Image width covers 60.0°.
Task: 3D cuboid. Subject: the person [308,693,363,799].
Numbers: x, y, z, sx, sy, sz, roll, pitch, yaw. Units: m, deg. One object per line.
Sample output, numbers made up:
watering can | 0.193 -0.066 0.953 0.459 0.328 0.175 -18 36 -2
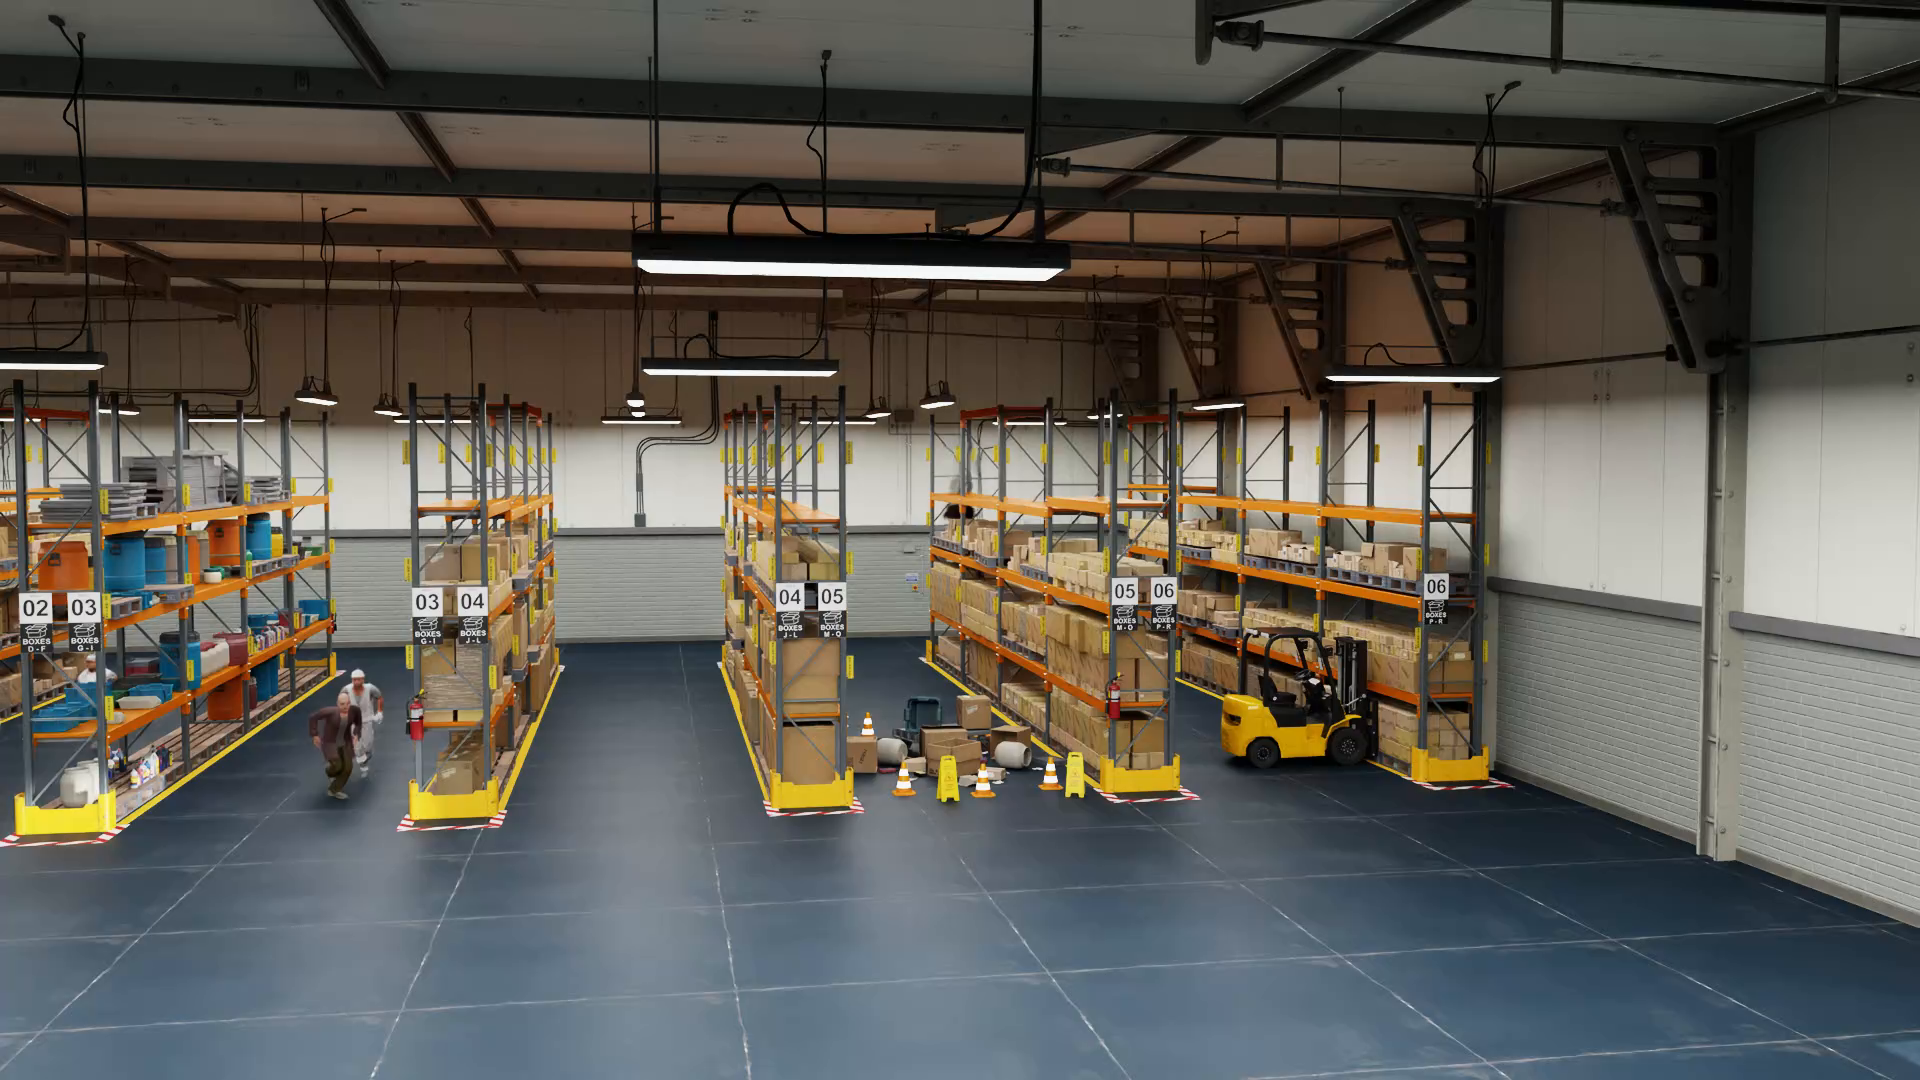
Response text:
person | -9.075 2.993 24.163 0.734 1.591 0.873 -2 4 -39

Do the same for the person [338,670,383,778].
person | -9.360 2.849 25.986 0.654 1.712 0.812 0 3 -9

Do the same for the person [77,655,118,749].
person | -14.620 2.753 28.165 0.621 1.622 0.760 -1 3 -11
